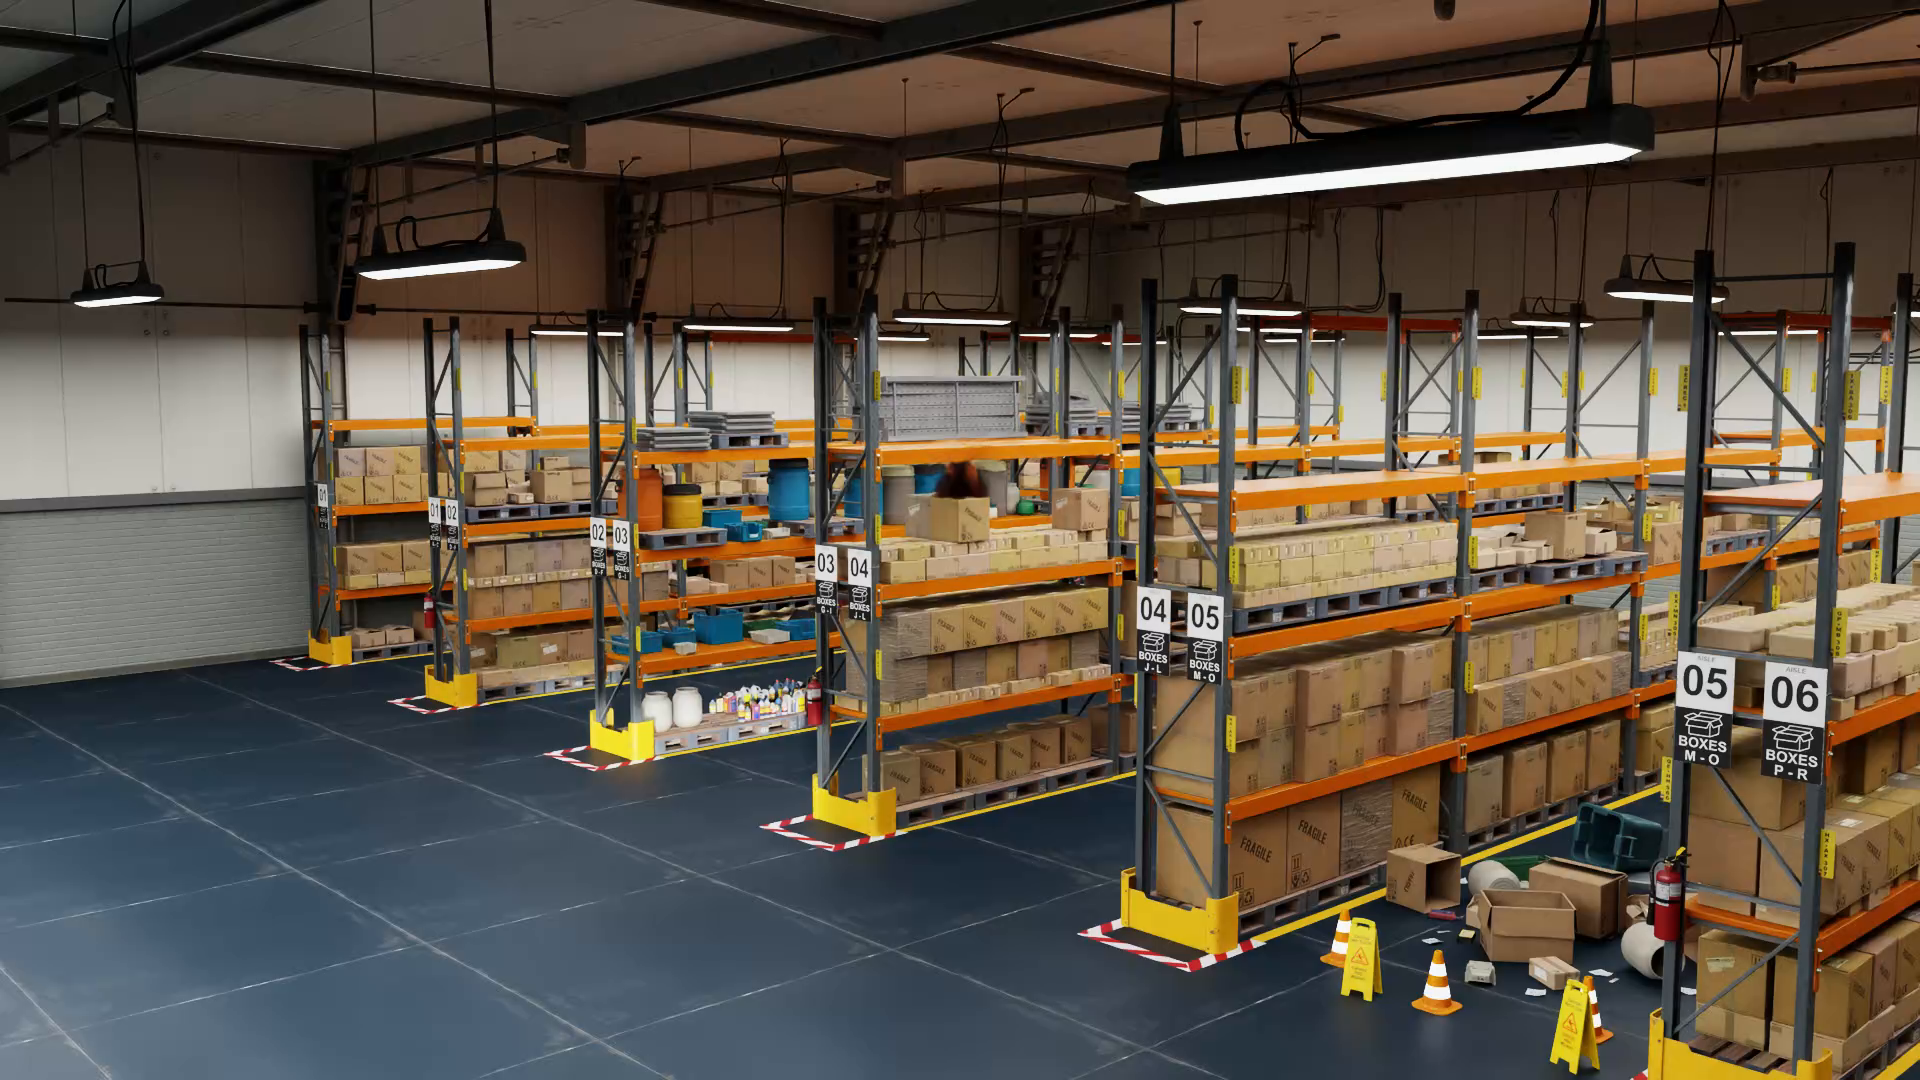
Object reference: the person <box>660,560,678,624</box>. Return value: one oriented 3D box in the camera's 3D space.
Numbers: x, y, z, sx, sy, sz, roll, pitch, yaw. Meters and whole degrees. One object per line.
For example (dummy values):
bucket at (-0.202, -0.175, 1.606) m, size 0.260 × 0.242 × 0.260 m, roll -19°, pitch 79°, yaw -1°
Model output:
person at (-5.327, 1.157, 31.035) m, size 0.476 × 1.741 × 0.612 m, roll 4°, pitch 7°, yaw 36°
